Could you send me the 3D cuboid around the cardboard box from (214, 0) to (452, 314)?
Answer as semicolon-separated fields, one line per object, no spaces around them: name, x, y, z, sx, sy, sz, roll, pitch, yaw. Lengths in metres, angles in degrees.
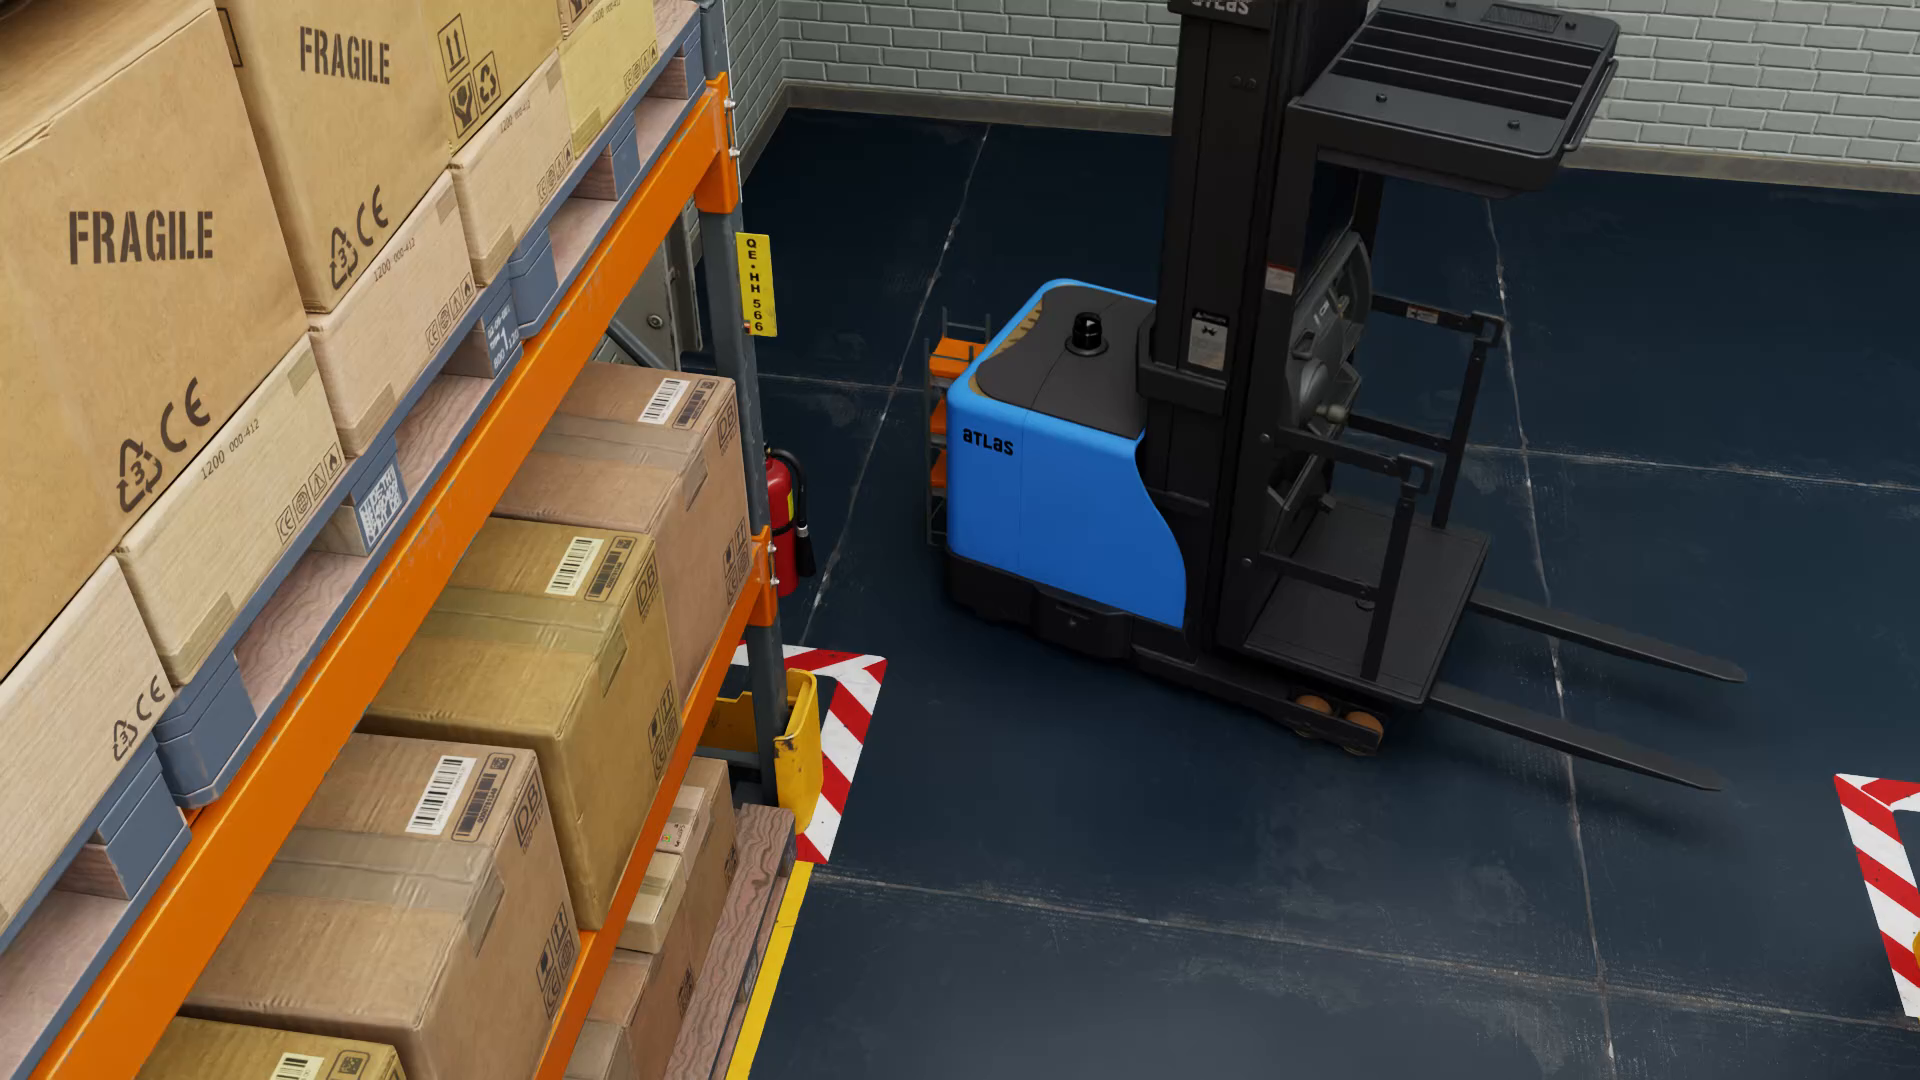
cardboard box;-1.143;-0.701;2.511;0.500;0.500;0.500;5;40;6

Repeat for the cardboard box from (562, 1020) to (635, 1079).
cardboard box;-1.301;1.637;4.548;0.700;0.500;0.500;5;40;6

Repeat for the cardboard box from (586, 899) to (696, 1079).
cardboard box;-1.214;1.322;4.930;0.700;0.500;0.500;6;40;8

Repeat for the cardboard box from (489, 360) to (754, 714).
cardboard box;-1.184;-0.039;4.707;0.980;0.700;0.700;8;40;10

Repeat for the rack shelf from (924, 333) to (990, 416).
rack shelf;-0.009;-0.657;6.792;0.215;0.259;0.240;11;41;13

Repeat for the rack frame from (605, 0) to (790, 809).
rack frame;-1.105;-0.244;5.191;1.000;3.000;0.127;6;40;8

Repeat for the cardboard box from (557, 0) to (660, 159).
cardboard box;-0.971;-1.054;3.526;0.500;0.250;0.500;8;40;9

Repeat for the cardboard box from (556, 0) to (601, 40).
cardboard box;-0.963;-1.343;3.287;0.500;0.500;0.500;6;40;8

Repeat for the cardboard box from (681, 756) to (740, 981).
cardboard box;-1.128;1.008;5.309;0.700;0.500;0.500;6;40;8

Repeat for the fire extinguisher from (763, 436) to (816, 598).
fire extinguisher;-0.625;-0.115;5.388;0.296;0.674;0.183;6;40;8

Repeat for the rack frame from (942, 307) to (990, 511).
rack frame;0.025;-0.521;7.056;0.200;1.050;0.008;11;41;13

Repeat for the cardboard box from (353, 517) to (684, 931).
cardboard box;-1.299;0.419;4.154;0.980;0.700;0.700;6;40;7

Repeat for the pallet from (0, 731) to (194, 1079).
pallet;-1.646;0.632;1.847;1.003;0.211;1.213;6;40;8

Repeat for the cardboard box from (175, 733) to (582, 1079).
cardboard box;-1.440;0.897;3.576;0.980;0.700;0.700;5;40;6

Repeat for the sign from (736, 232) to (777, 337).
sign;-0.573;-0.713;4.664;0.100;0.325;0.005;6;40;8

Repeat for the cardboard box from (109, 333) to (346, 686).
cardboard box;-1.235;-0.078;2.346;0.500;0.250;0.500;5;40;6

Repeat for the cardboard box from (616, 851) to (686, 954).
cardboard box;-1.014;1.019;4.787;0.380;0.149;0.250;7;40;9

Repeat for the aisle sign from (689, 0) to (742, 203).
aisle sign;-0.797;-1.258;4.378;0.394;0.787;0.004;6;40;8

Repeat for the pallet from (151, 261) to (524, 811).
pallet;-1.432;-0.132;2.771;1.003;0.211;1.213;6;40;8

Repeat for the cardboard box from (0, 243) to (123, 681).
cardboard box;-1.315;-0.061;1.737;0.500;0.500;0.500;6;40;7

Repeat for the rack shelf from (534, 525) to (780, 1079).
rack shelf;-1.451;1.288;3.903;1.077;0.370;4.000;6;40;8

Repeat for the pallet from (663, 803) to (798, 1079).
pallet;-1.167;1.341;5.463;1.003;0.211;1.213;6;40;8

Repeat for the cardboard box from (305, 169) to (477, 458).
cardboard box;-1.145;-0.400;2.736;0.500;0.250;0.500;5;40;6

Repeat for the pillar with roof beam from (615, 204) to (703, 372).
pillar with roof beam;2.750;-3.872;4.871;9.100;9.000;0.400;6;40;8

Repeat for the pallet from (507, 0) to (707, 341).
pallet;-1.223;-0.899;3.699;1.003;0.211;1.213;6;40;8

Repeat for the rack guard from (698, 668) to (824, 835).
rack guard;-1.101;0.704;6.006;1.175;0.500;0.348;6;40;8

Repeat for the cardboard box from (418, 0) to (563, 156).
cardboard box;-1.061;-1.030;2.908;0.500;0.500;0.500;8;40;9

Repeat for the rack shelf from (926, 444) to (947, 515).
rack shelf;-0.009;-0.224;7.149;0.215;0.259;0.240;11;41;13

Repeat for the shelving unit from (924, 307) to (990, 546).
shelving unit;-0.009;-0.446;6.966;0.215;1.050;0.252;11;41;13

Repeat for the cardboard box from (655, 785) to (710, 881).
cardboard box;-0.971;0.858;4.981;0.380;0.149;0.250;6;40;7

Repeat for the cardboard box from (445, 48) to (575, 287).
cardboard box;-1.060;-0.727;3.131;0.500;0.250;0.500;5;40;6

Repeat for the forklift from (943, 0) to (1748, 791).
forklift;1.482;-0.707;5.805;3.031;2.935;1.130;18;43;21

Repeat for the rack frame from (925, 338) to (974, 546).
rack frame;-0.043;-0.372;6.875;0.200;1.050;0.008;11;41;13

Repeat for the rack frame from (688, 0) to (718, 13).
rack frame;-1.105;-2.556;3.280;1.000;3.000;0.127;6;40;8

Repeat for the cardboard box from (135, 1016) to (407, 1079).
cardboard box;-1.556;1.354;3.023;0.980;0.700;0.700;5;40;7

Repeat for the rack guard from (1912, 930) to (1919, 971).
rack guard;3.761;1.311;5.272;1.175;0.500;0.348;6;40;8

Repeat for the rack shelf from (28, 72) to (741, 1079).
rack shelf;-1.451;0.132;2.947;1.077;0.370;4.000;6;40;8

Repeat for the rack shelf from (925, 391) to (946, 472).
rack shelf;-0.009;-0.438;6.972;0.215;0.259;0.240;11;41;13

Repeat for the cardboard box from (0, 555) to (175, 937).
cardboard box;-1.316;0.245;1.956;0.500;0.250;0.500;6;40;7

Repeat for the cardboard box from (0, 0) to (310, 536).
cardboard box;-1.235;-0.372;2.113;0.500;0.500;0.500;7;40;8
